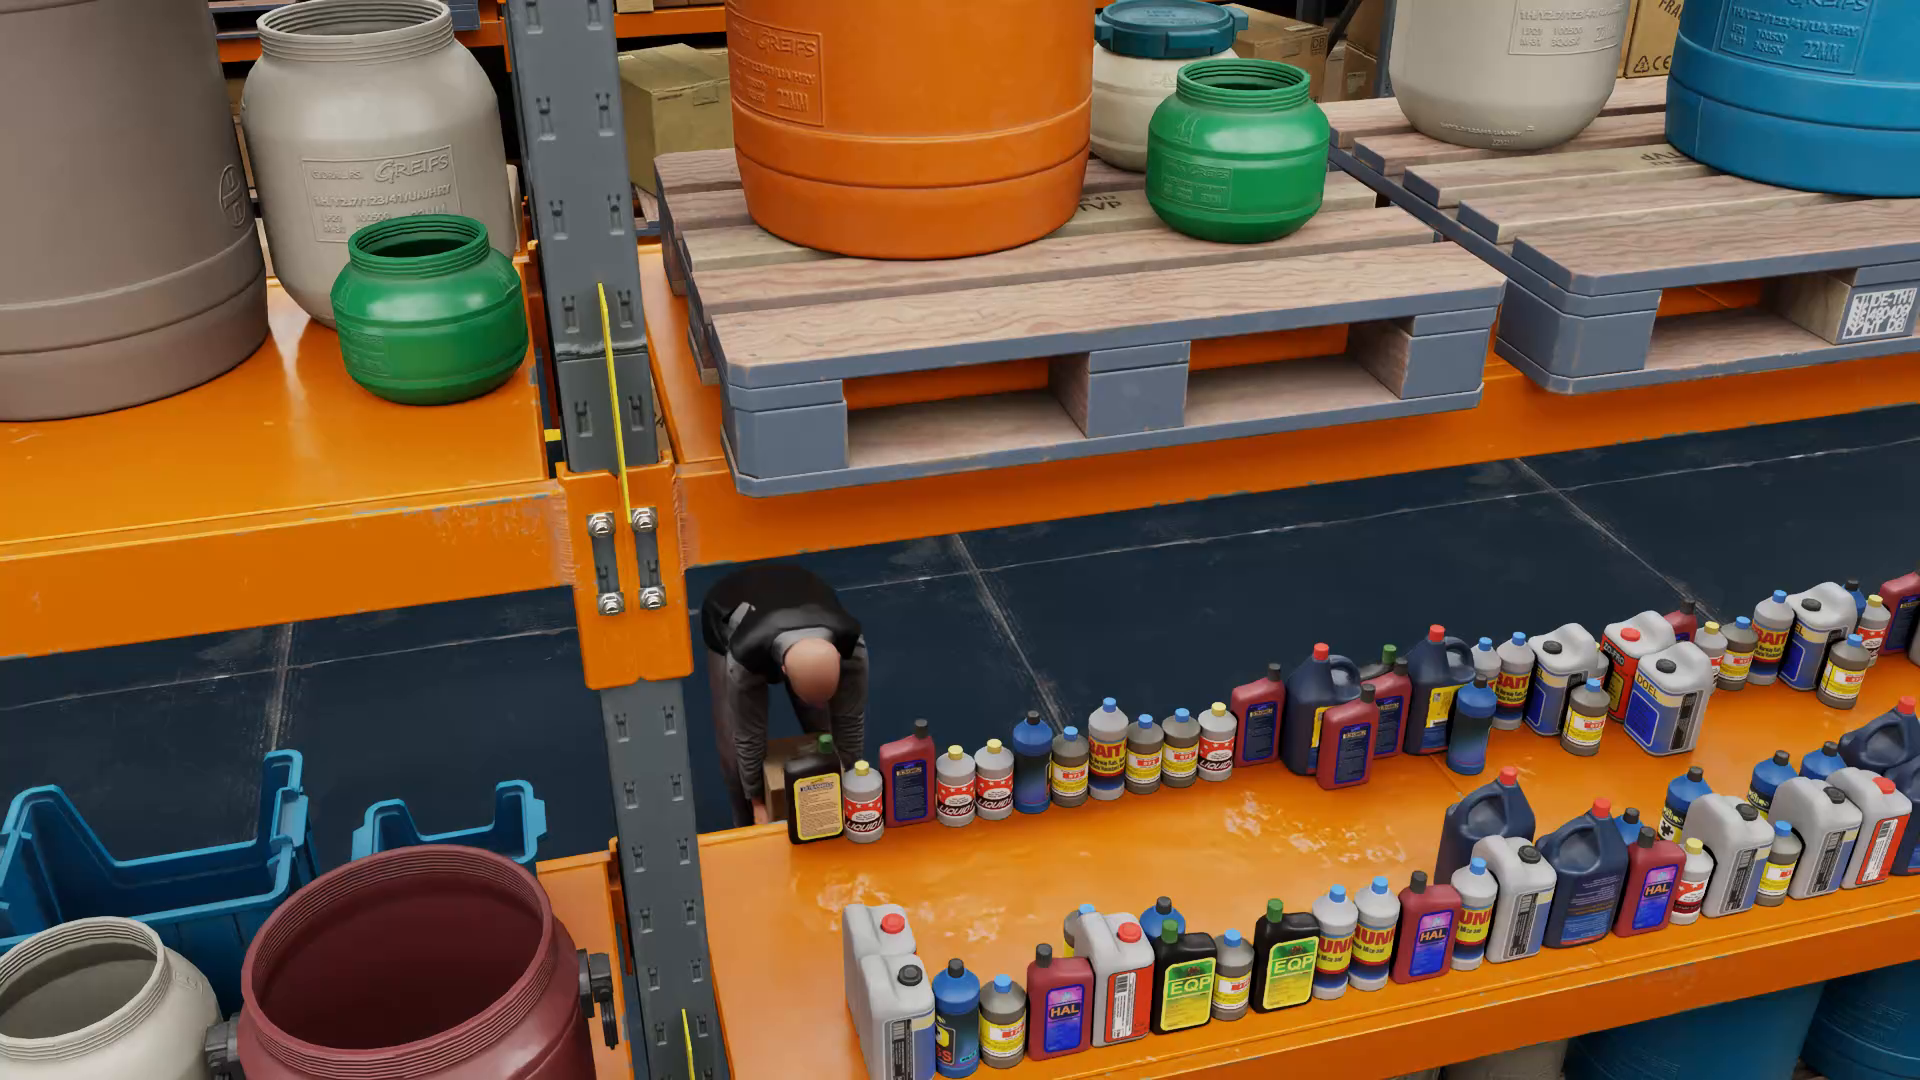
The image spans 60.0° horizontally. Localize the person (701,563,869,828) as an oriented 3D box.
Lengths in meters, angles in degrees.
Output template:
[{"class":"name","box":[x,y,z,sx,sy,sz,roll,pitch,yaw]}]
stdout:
[{"class":"person","box":[-0.563,0.648,5.568,0.475,1.189,0.931,-9,31,-15]}]
